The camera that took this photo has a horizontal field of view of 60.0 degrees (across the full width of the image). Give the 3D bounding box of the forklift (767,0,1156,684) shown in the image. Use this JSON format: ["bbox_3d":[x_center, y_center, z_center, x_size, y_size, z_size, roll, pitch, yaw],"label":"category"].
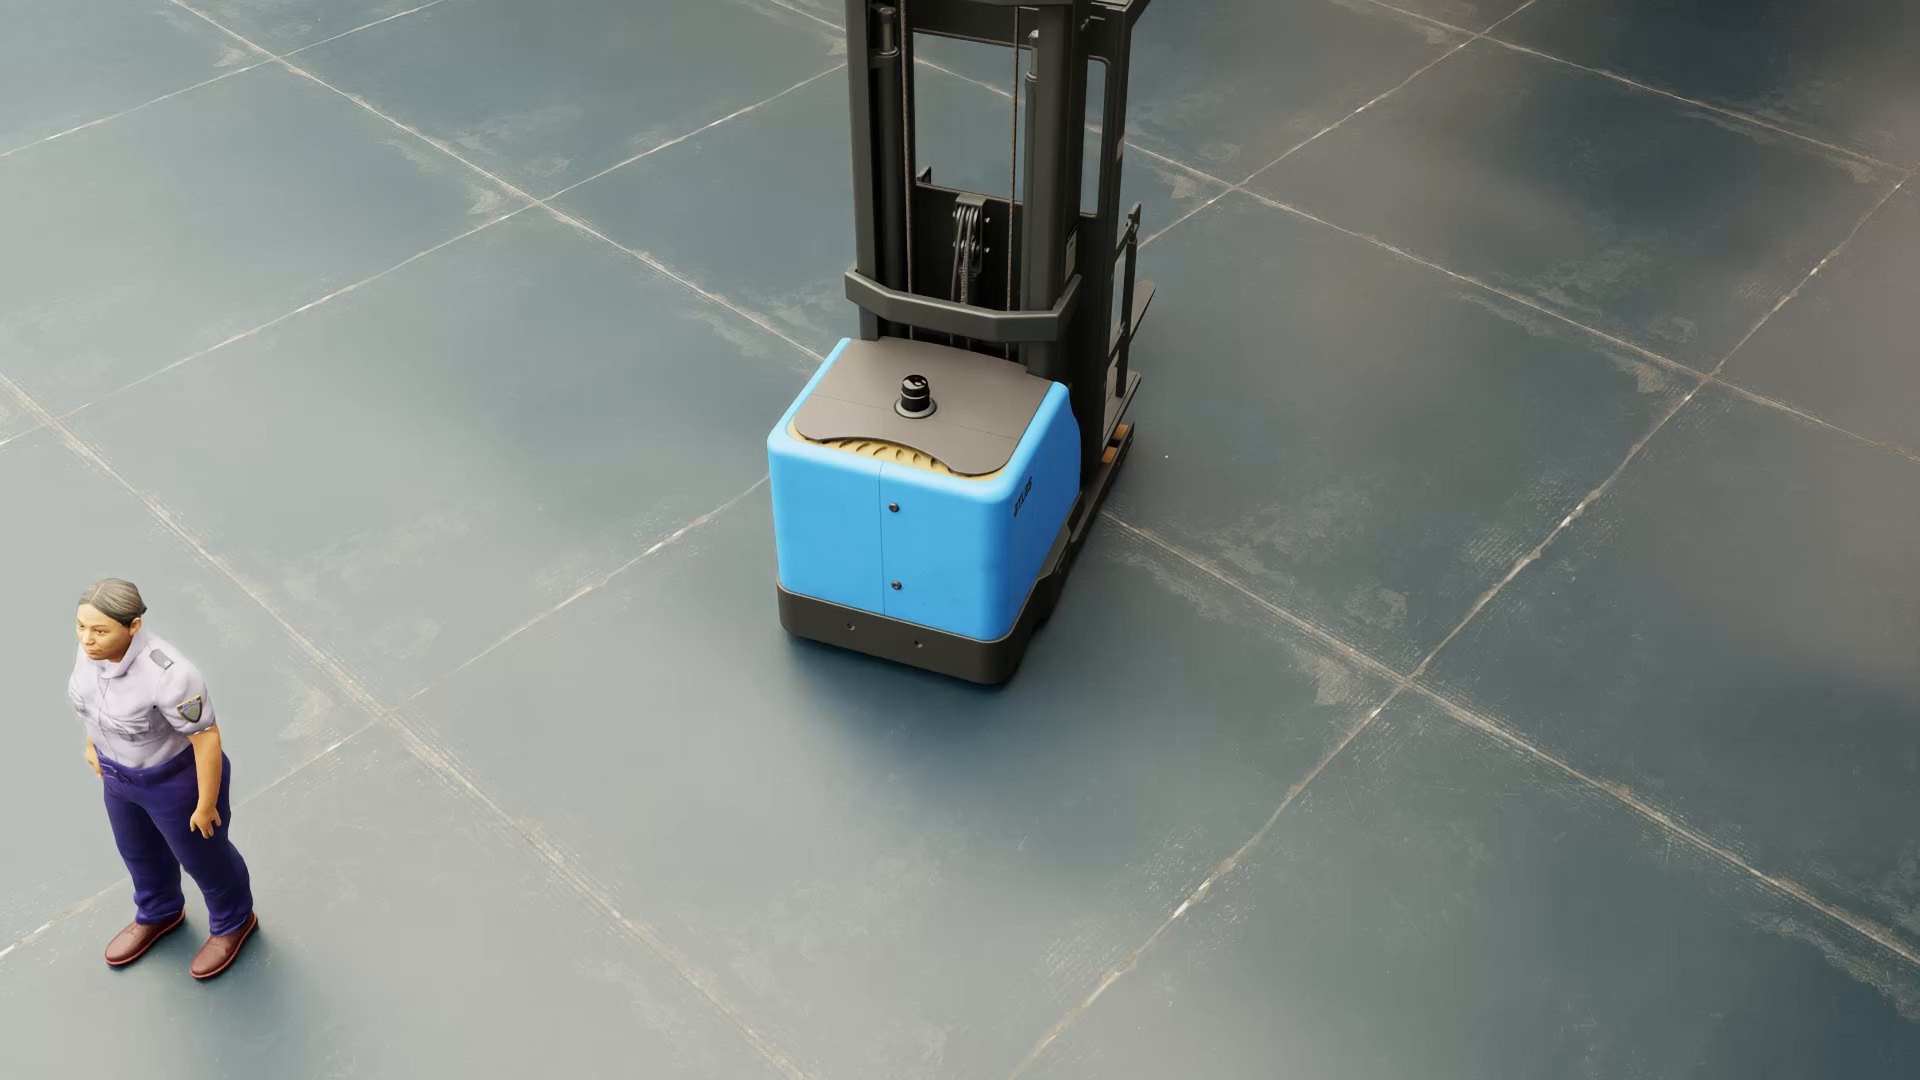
[{"bbox_3d":[0.211,-1.484,7.158,1.130,2.935,3.031,14,42,15],"label":"forklift"}]

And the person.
[{"bbox_3d":[-2.689,0.822,5.445,0.598,1.650,0.502,20,44,22],"label":"person"}]
